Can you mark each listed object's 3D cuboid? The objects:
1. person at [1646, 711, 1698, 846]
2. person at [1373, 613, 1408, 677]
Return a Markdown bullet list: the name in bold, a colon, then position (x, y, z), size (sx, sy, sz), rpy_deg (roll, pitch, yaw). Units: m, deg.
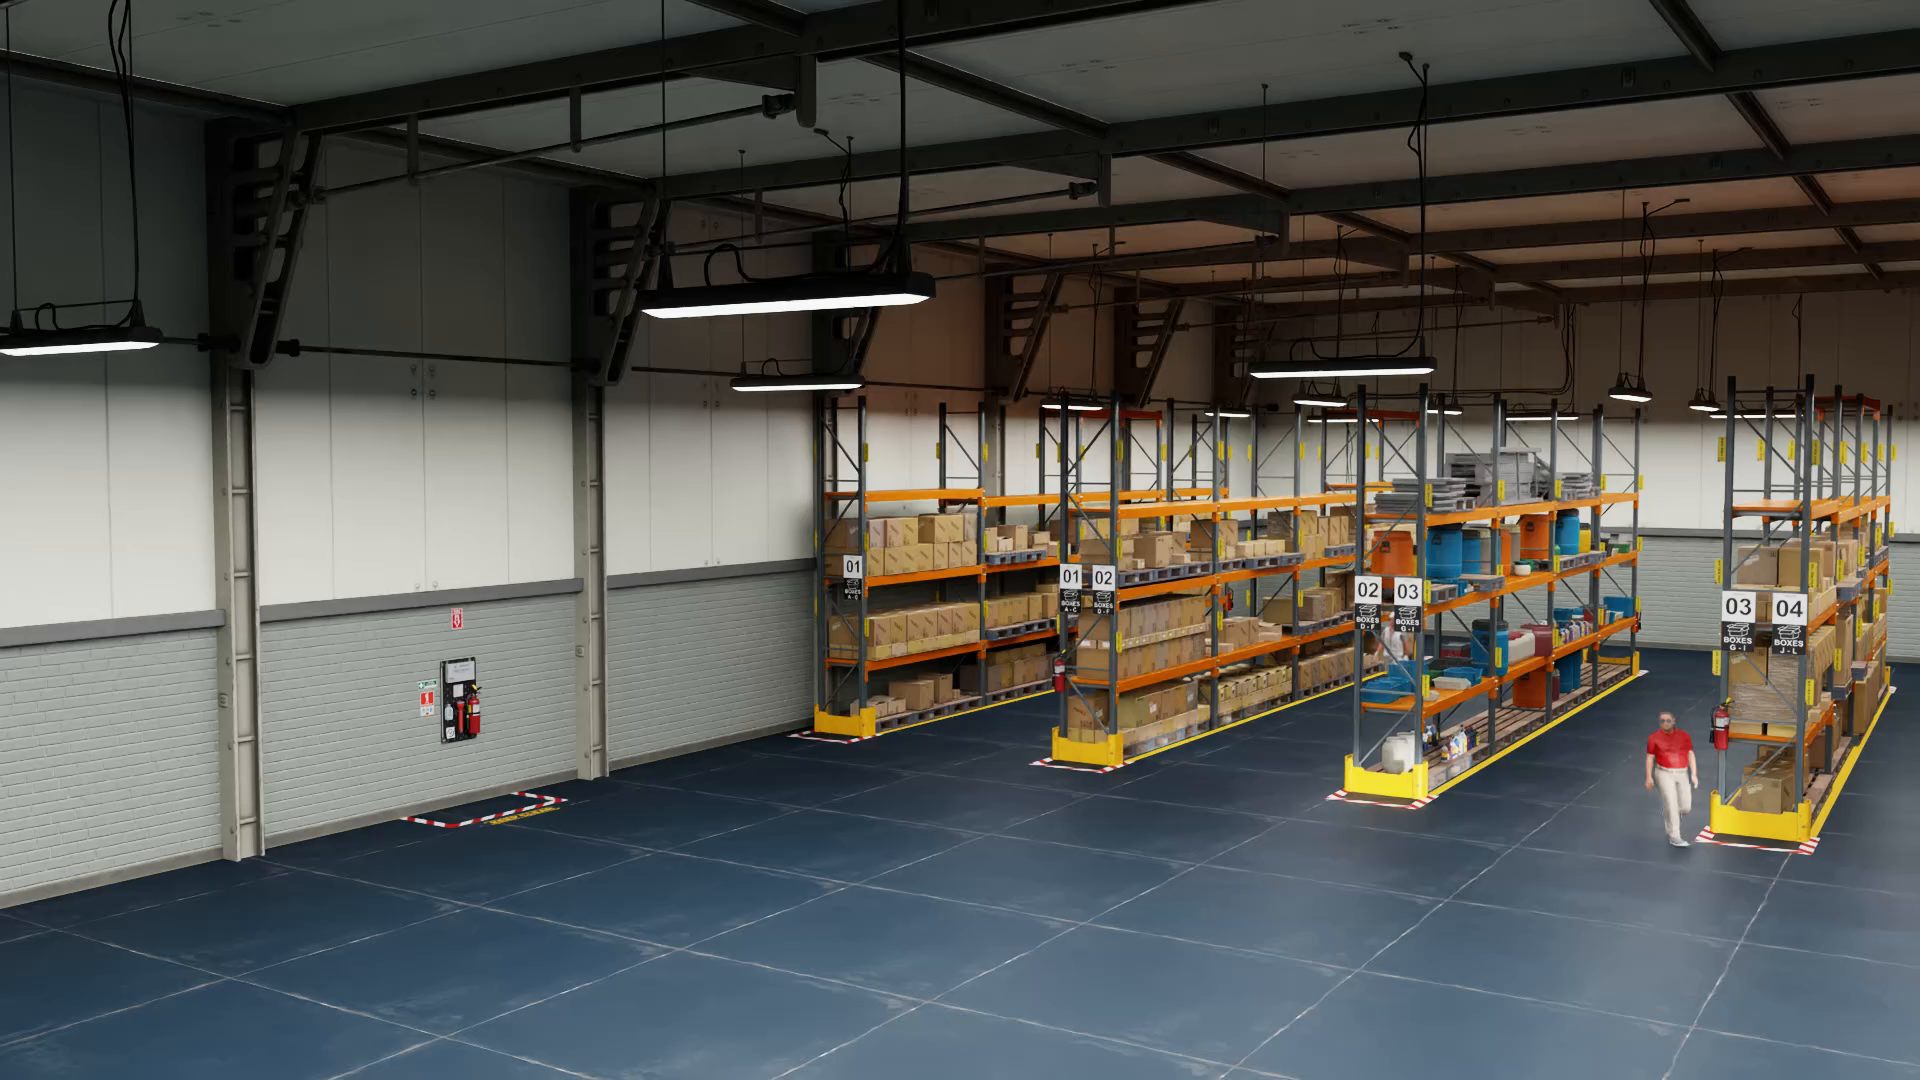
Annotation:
- **person**: position (9.149, 3.036, 21.353), size (0.546, 1.670, 0.883), rpy_deg (0, 3, -1)
- **person**: position (8.696, 2.346, 33.546), size (0.634, 1.728, 1.055), rpy_deg (2, 3, 27)
